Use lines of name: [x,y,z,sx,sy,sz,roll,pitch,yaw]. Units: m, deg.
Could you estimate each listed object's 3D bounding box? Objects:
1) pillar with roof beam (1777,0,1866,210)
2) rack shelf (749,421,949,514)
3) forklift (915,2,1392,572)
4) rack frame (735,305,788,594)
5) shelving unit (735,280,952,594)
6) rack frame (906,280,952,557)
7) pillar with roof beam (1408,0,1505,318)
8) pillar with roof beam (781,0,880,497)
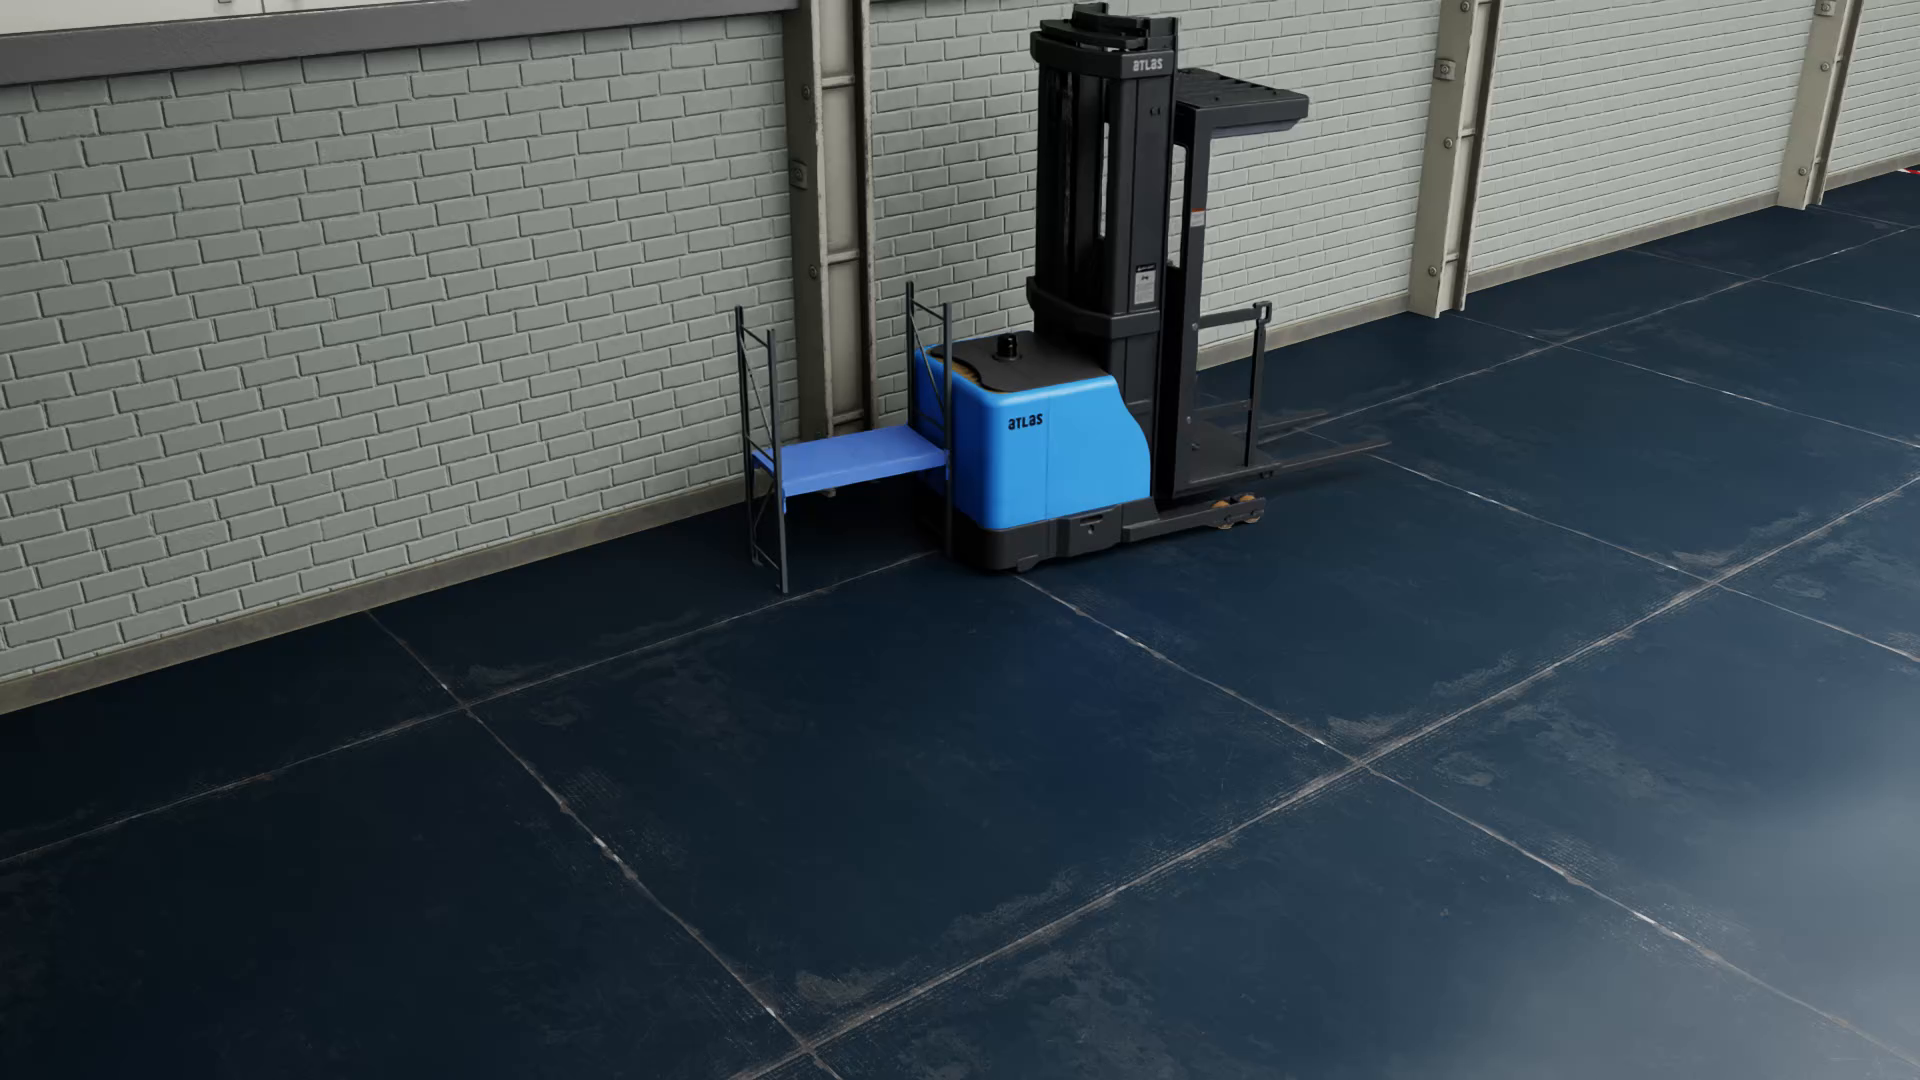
pillar with roof beam: [11.345,-6.139,12.289,0.400,9.000,9.100,-18,31,-34]
rack shelf: [-0.624,-0.416,9.293,1.000,0.185,0.538,-13,28,-25]
forklift: [1.250,-1.574,9.660,3.031,2.935,1.130,-13,28,-25]
rack frame: [-1.073,-0.480,9.002,0.032,1.500,0.500,-13,28,-25]
shelving unit: [-0.624,-0.580,9.217,1.048,1.500,0.538,-13,28,-25]
rack frame: [-0.175,-0.680,9.433,0.032,1.500,0.500,-13,28,-25]
pillar with roof beam: [6.624,-4.581,8.930,0.400,9.000,9.100,-18,31,-34]
pillar with roof beam: [1.902,-3.022,5.572,0.400,9.000,9.100,-18,31,-34]
